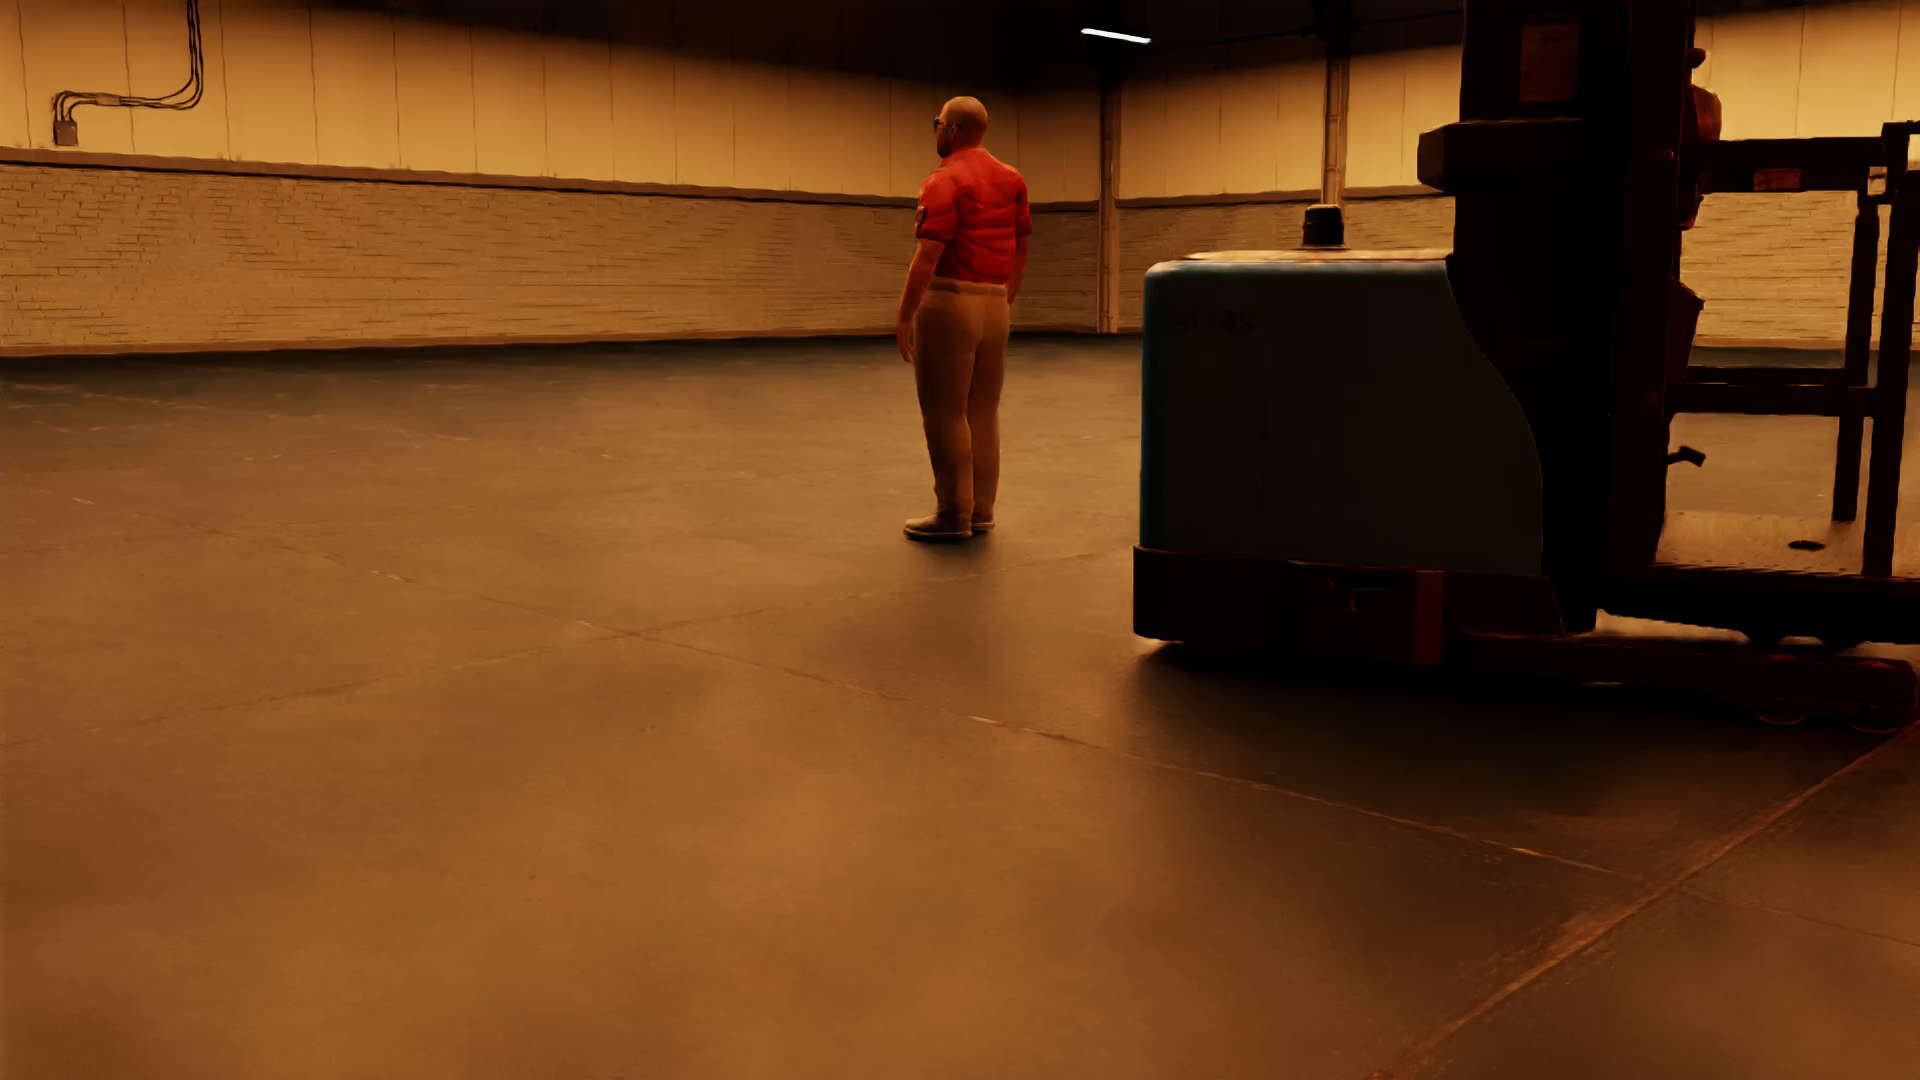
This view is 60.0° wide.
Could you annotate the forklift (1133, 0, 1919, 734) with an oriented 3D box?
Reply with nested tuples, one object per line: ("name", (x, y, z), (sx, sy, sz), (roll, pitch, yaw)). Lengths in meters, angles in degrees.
("forklift", (2.037, -1.097, 4.160), (3.031, 2.935, 1.130), (4, 9, 24))

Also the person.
("person", (-0.056, -0.873, 6.658), (0.550, 1.726, 0.640), (8, 12, 43))
